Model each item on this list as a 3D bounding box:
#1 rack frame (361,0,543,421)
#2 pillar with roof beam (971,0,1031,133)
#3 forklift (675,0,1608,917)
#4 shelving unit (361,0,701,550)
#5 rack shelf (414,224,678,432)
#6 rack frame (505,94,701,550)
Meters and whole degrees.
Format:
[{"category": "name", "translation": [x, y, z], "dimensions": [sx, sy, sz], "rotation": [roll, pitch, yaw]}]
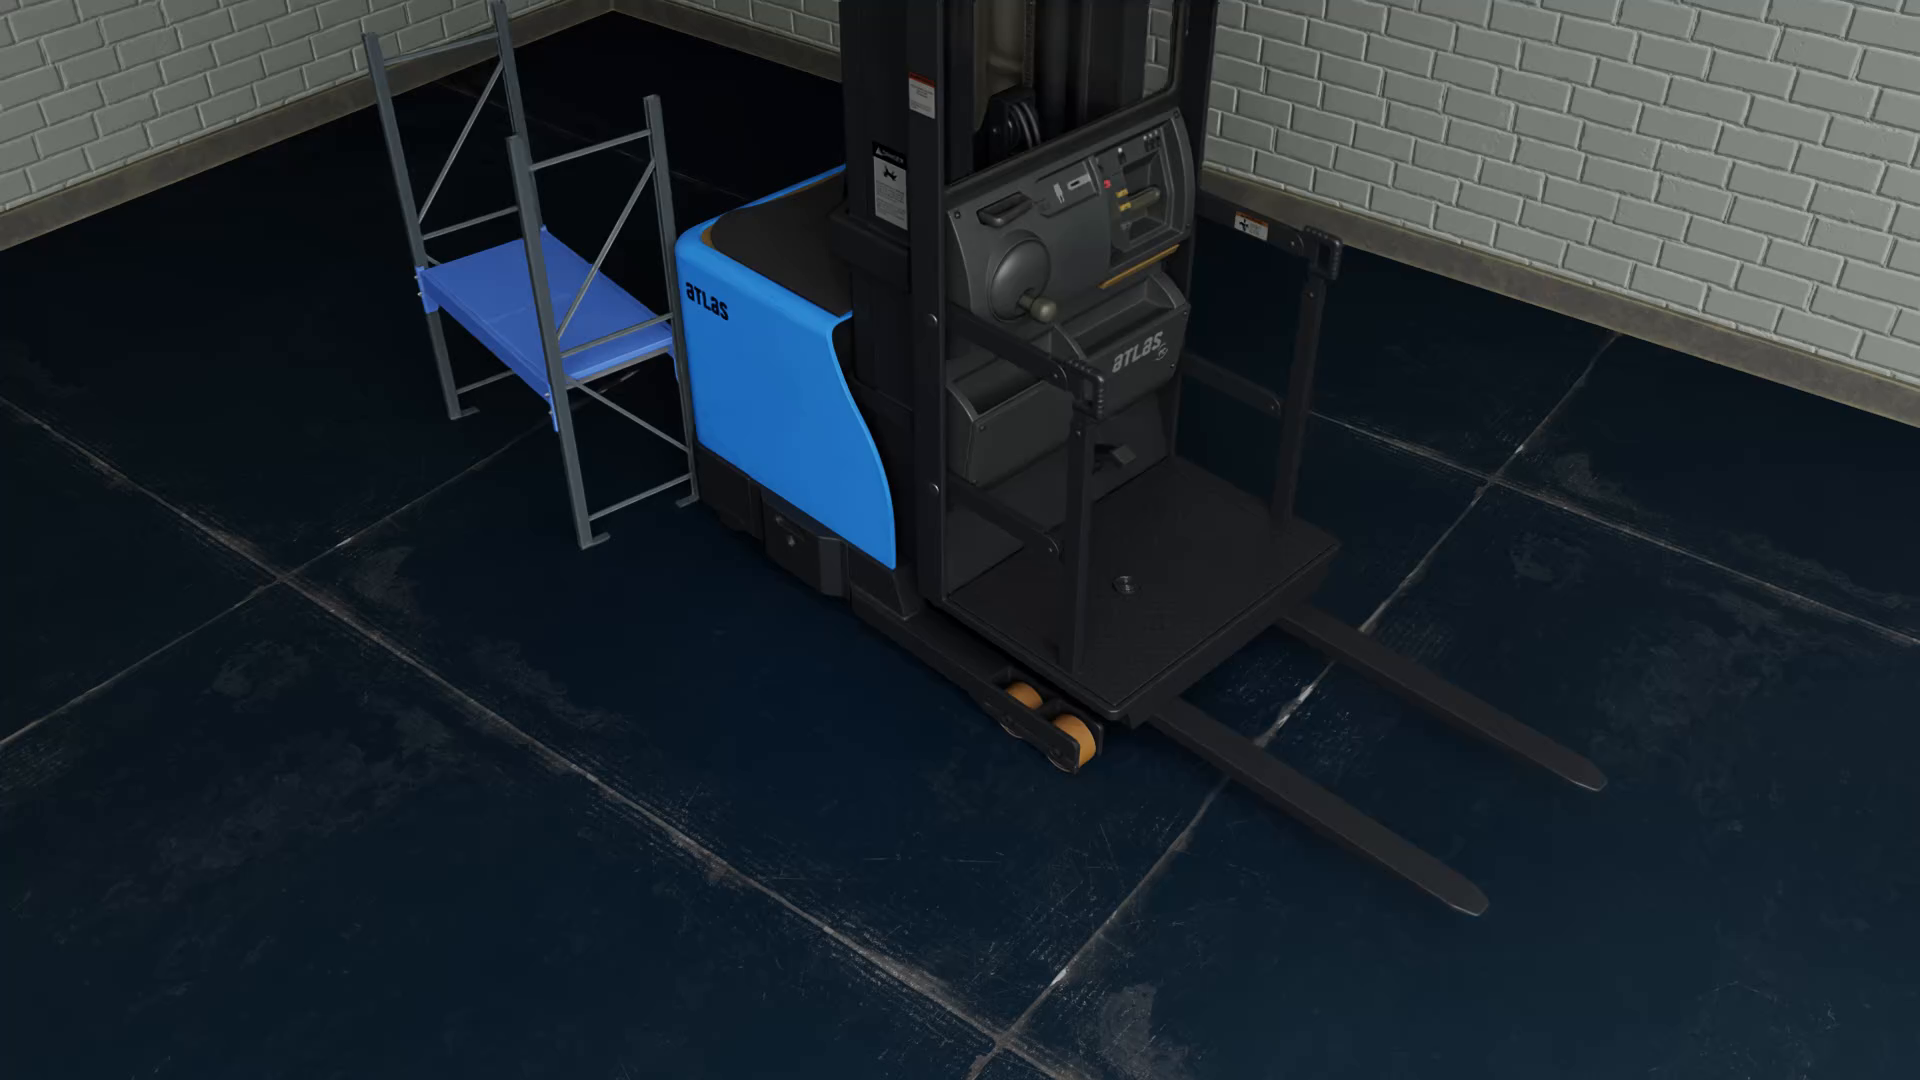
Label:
[{"category": "rack frame", "translation": [-1.749, -1.147, 5.998], "dimensions": [0.500, 1.500, 0.032], "rotation": [-26, 45, -30]}, {"category": "pillar with roof beam", "translation": [-2.350, -3.354, 2.734], "dimensions": [0.400, 9.000, 9.100], "rotation": [25, 45, 29]}, {"category": "forklift", "translation": [0.474, -0.839, 4.444], "dimensions": [1.130, 2.935, 3.031], "rotation": [-31, 48, -34]}, {"category": "shelving unit", "translation": [-1.430, -0.903, 5.687], "dimensions": [0.538, 1.500, 1.048], "rotation": [-26, 45, -30]}, {"category": "rack shelf", "translation": [-1.430, -0.761, 5.798], "dimensions": [0.538, 0.185, 1.000], "rotation": [-26, 45, -30]}, {"category": "rack frame", "translation": [-1.110, -0.659, 5.376], "dimensions": [0.500, 1.500, 0.032], "rotation": [-26, 45, -30]}]
